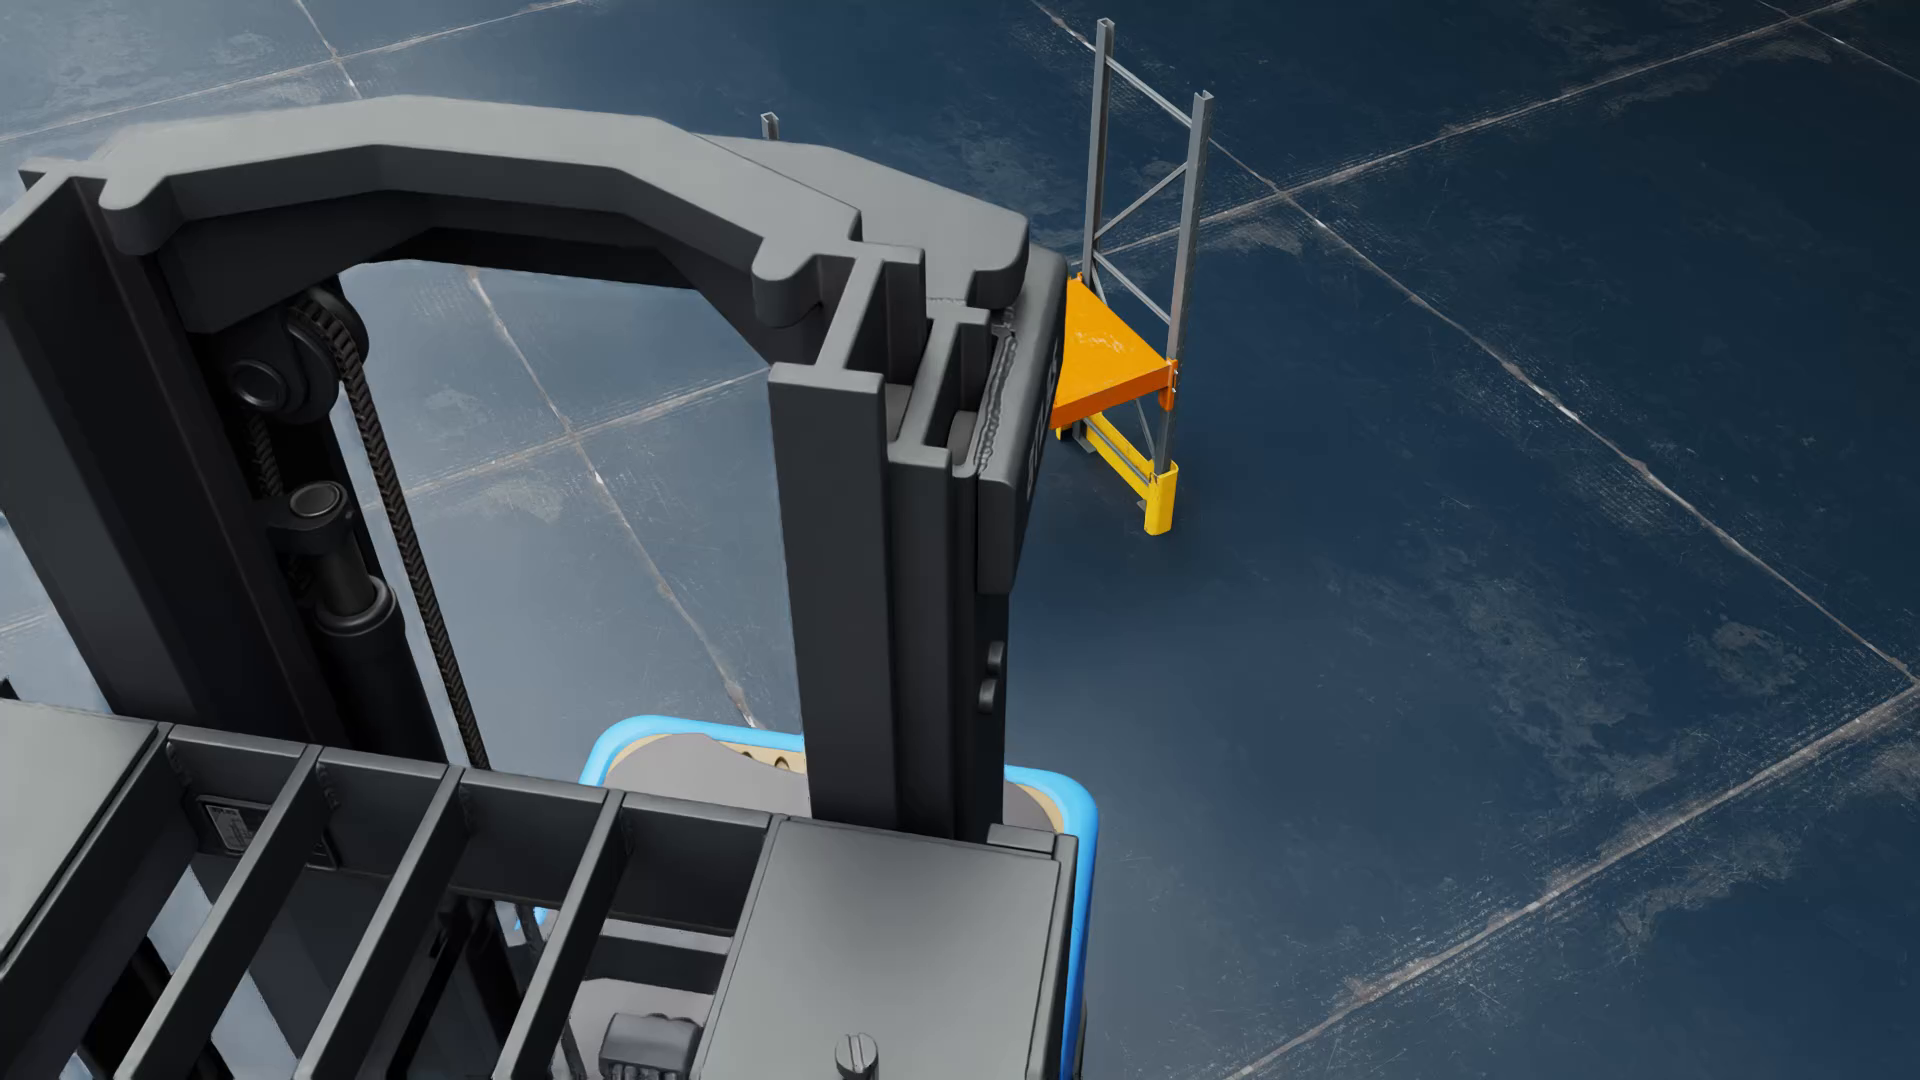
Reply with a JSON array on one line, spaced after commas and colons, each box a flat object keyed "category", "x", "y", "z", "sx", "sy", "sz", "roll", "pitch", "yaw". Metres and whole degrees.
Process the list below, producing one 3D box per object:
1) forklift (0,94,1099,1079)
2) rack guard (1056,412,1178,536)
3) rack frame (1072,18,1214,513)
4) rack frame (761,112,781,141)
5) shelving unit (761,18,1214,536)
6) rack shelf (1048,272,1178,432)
[{"category": "forklift", "x": -0.485, "y": 1.131, "z": 1.980, "sx": 1.130, "sy": 2.935, "sz": 3.031, "roll": 7, "pitch": 45, "yaw": 7}, {"category": "rack guard", "x": 0.498, "y": -0.289, "z": 5.368, "sx": 0.087, "sy": 0.250, "sz": 0.587, "roll": -22, "pitch": 48, "yaw": -21}, {"category": "rack frame", "x": 0.515, "y": -0.744, "z": 4.940, "sx": 0.032, "sy": 1.500, "sz": 0.500, "roll": -22, "pitch": 48, "yaw": -21}, {"category": "rack frame", "x": -0.367, "y": -0.391, "z": 4.576, "sx": 0.032, "sy": 1.500, "sz": 0.500, "roll": -22, "pitch": 48, "yaw": -21}, {"category": "shelving unit", "x": 0.066, "y": -0.565, "z": 4.755, "sx": 1.083, "sy": 1.500, "sz": 0.587, "roll": -22, "pitch": 48, "yaw": -21}, {"category": "rack shelf", "x": 0.074, "y": -0.439, "z": 4.883, "sx": 1.000, "sy": 0.185, "sz": 0.538, "roll": -22, "pitch": 48, "yaw": -21}]
